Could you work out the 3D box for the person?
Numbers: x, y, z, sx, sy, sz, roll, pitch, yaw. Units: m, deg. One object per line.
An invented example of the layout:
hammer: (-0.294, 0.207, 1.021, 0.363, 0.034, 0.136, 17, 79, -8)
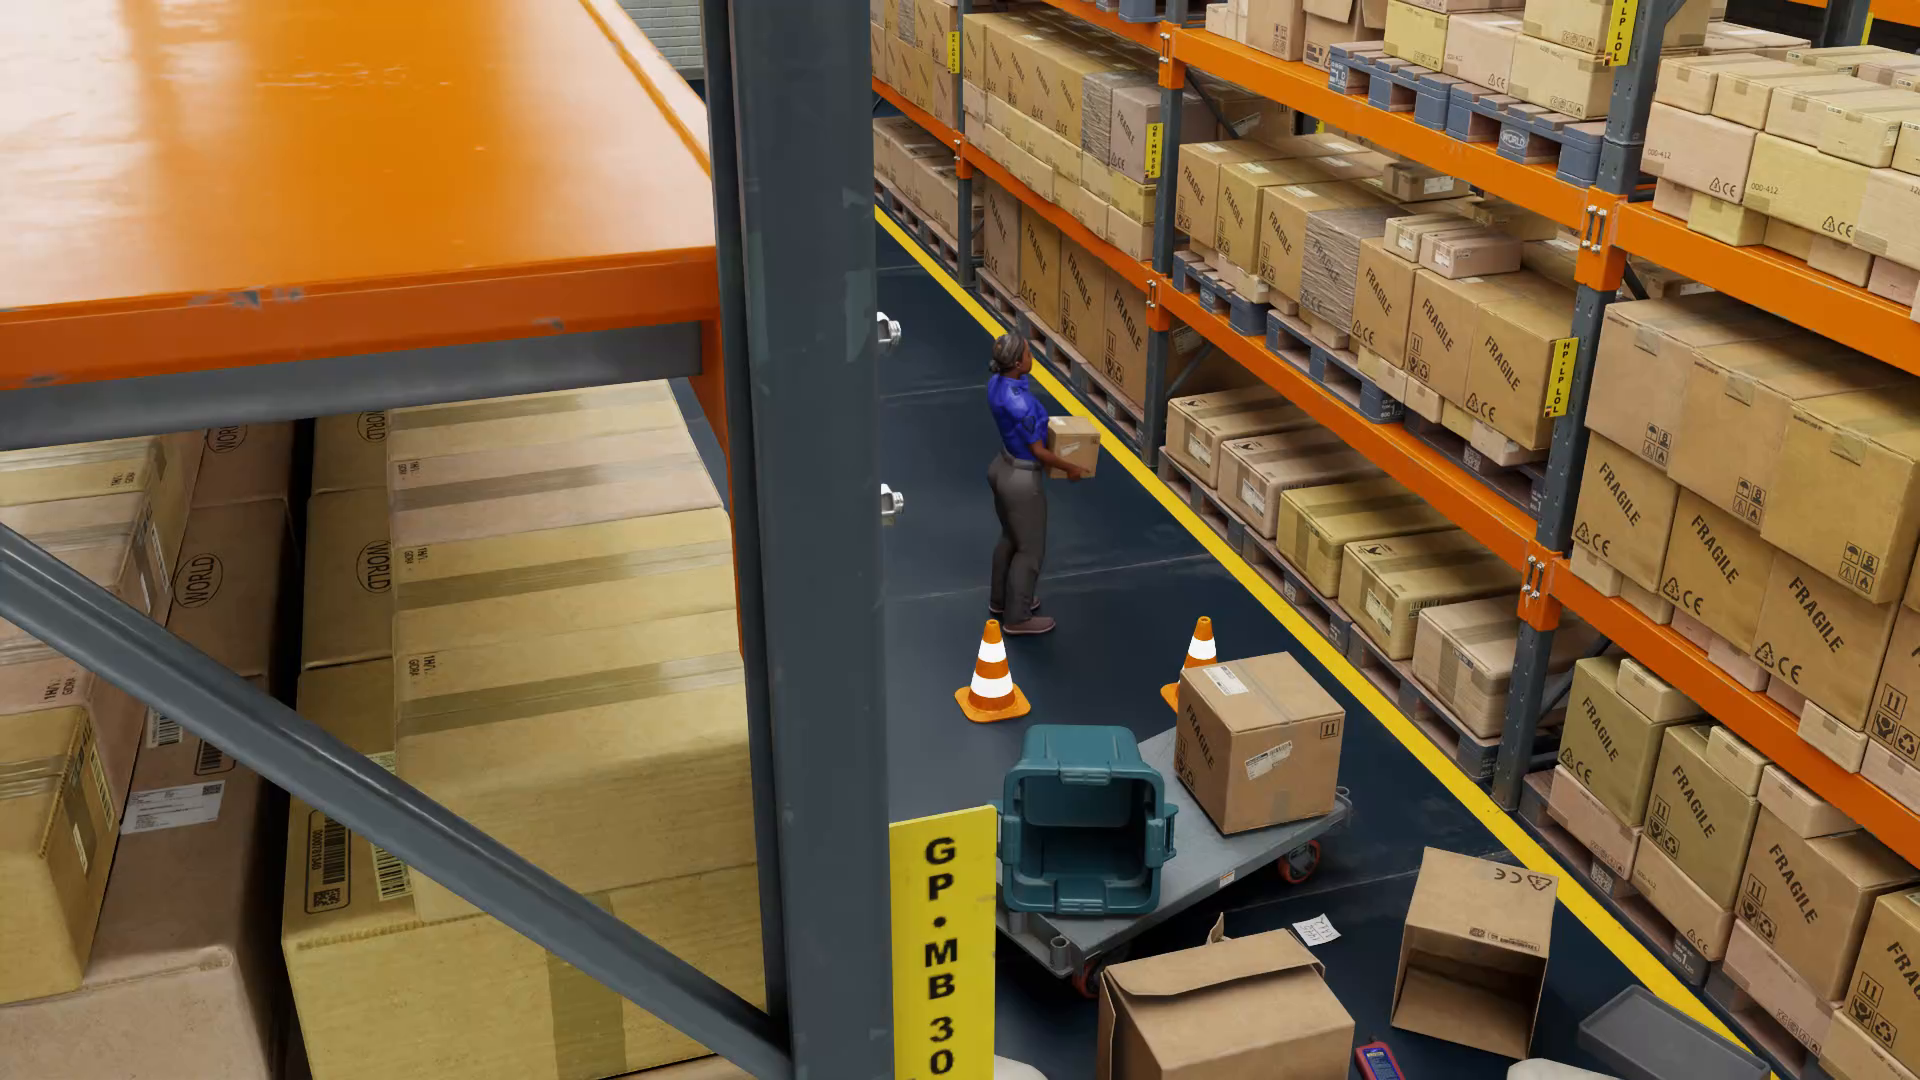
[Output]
person: (0.391, -0.308, 8.751, 0.520, 1.649, 0.451, -8, 28, -15)
